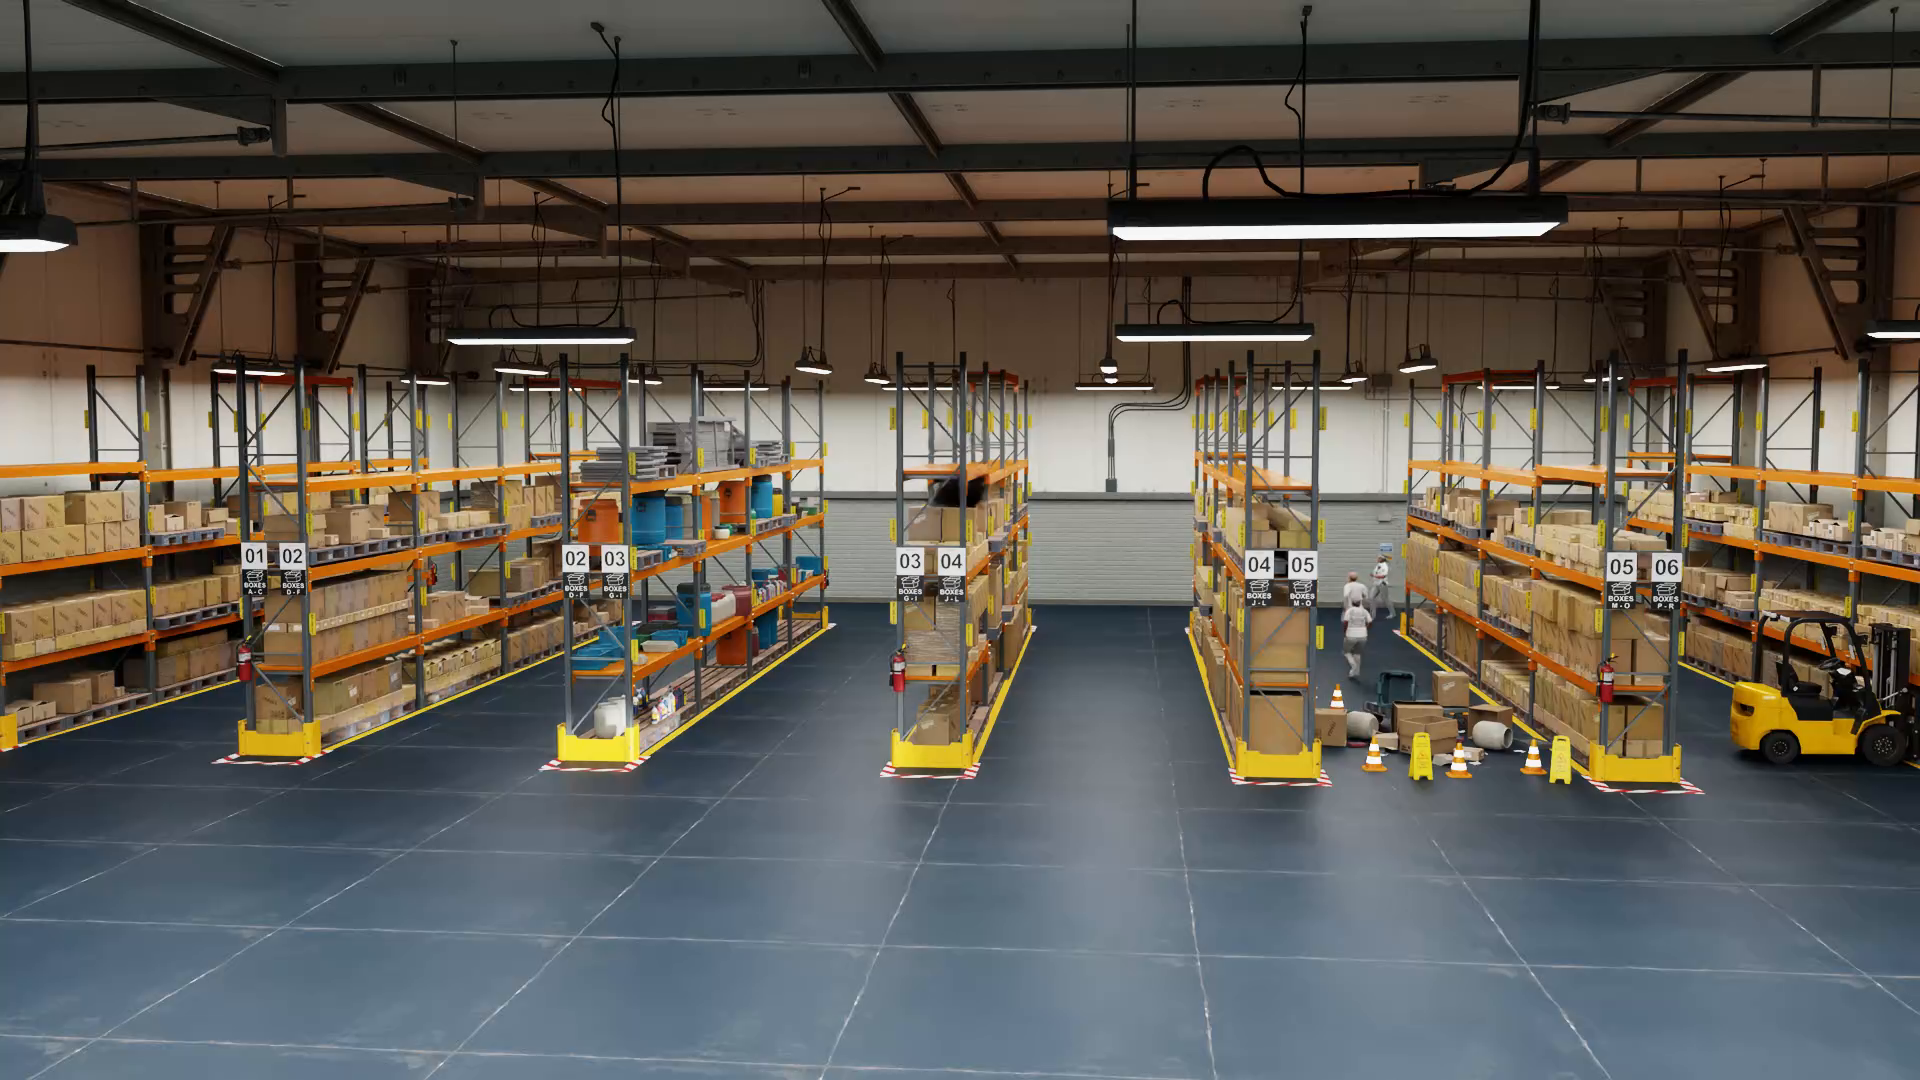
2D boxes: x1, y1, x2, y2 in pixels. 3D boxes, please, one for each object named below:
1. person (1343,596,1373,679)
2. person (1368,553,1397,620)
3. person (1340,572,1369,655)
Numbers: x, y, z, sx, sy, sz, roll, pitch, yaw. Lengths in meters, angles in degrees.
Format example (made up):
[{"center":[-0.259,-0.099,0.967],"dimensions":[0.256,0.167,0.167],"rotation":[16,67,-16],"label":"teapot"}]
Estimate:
[{"center":[7.715,1.899,32.328],"dimensions":[0.612,1.632,0.554],"rotation":[0,4,-5],"label":"person"},{"center":[10.606,1.186,41.855],"dimensions":[0.756,1.758,0.546],"rotation":[-1,4,-16],"label":"person"},{"center":[8.429,1.606,35.494],"dimensions":[0.669,1.855,0.862],"rotation":[-1,4,-7],"label":"person"}]
